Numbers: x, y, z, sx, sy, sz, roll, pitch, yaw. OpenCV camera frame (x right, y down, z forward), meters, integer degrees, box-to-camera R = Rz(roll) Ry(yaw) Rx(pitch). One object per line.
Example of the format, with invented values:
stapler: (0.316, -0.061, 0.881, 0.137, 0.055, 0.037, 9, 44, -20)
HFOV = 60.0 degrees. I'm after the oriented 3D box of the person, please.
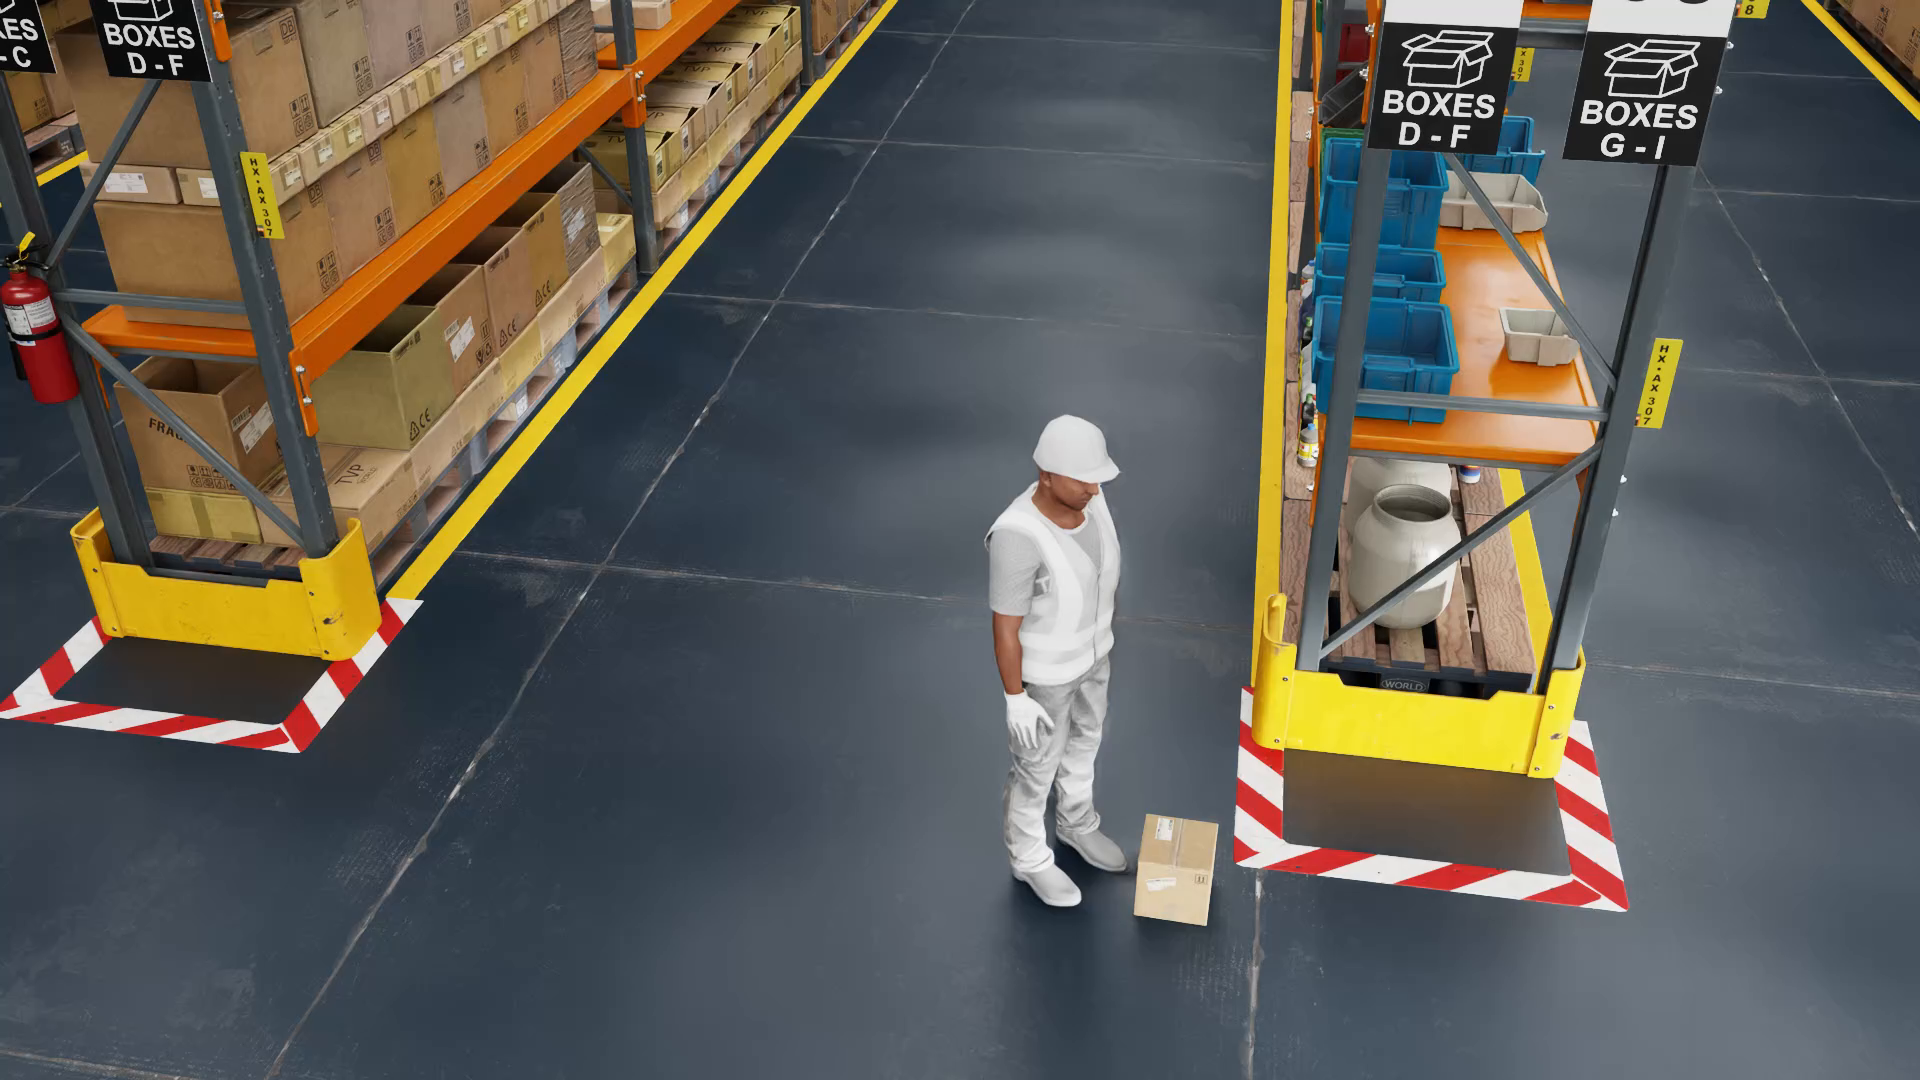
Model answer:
person: (0.336, 0.408, 5.452, 0.426, 1.801, 0.622, 21, 38, 30)
